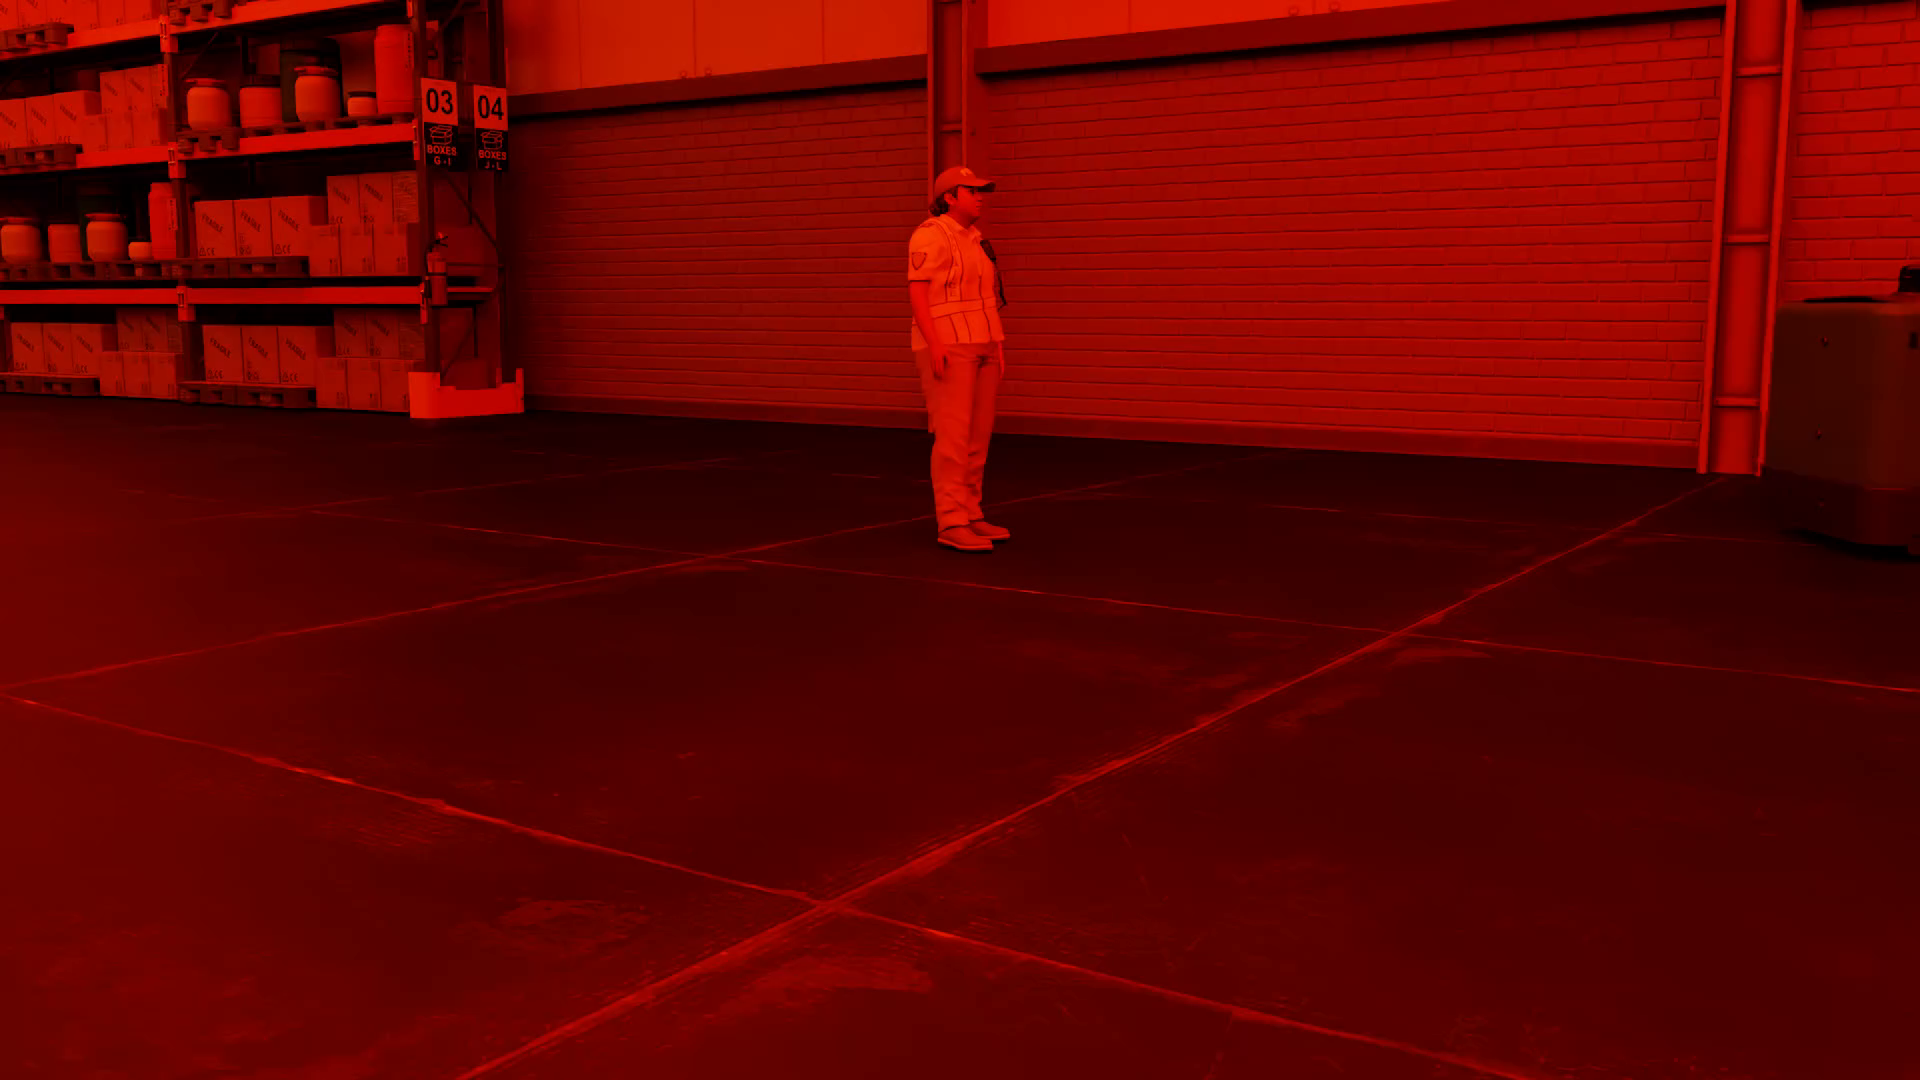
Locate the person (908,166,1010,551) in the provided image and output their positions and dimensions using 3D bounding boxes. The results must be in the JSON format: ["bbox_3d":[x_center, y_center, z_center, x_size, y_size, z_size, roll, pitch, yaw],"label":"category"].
[{"bbox_3d":[0.051,-0.823,7.424,0.529,1.670,0.598,5,10,34],"label":"person"}]

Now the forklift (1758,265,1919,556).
[{"bbox_3d":[5.286,-1.425,7.211,3.031,2.935,1.130,0,8,1],"label":"forklift"}]
